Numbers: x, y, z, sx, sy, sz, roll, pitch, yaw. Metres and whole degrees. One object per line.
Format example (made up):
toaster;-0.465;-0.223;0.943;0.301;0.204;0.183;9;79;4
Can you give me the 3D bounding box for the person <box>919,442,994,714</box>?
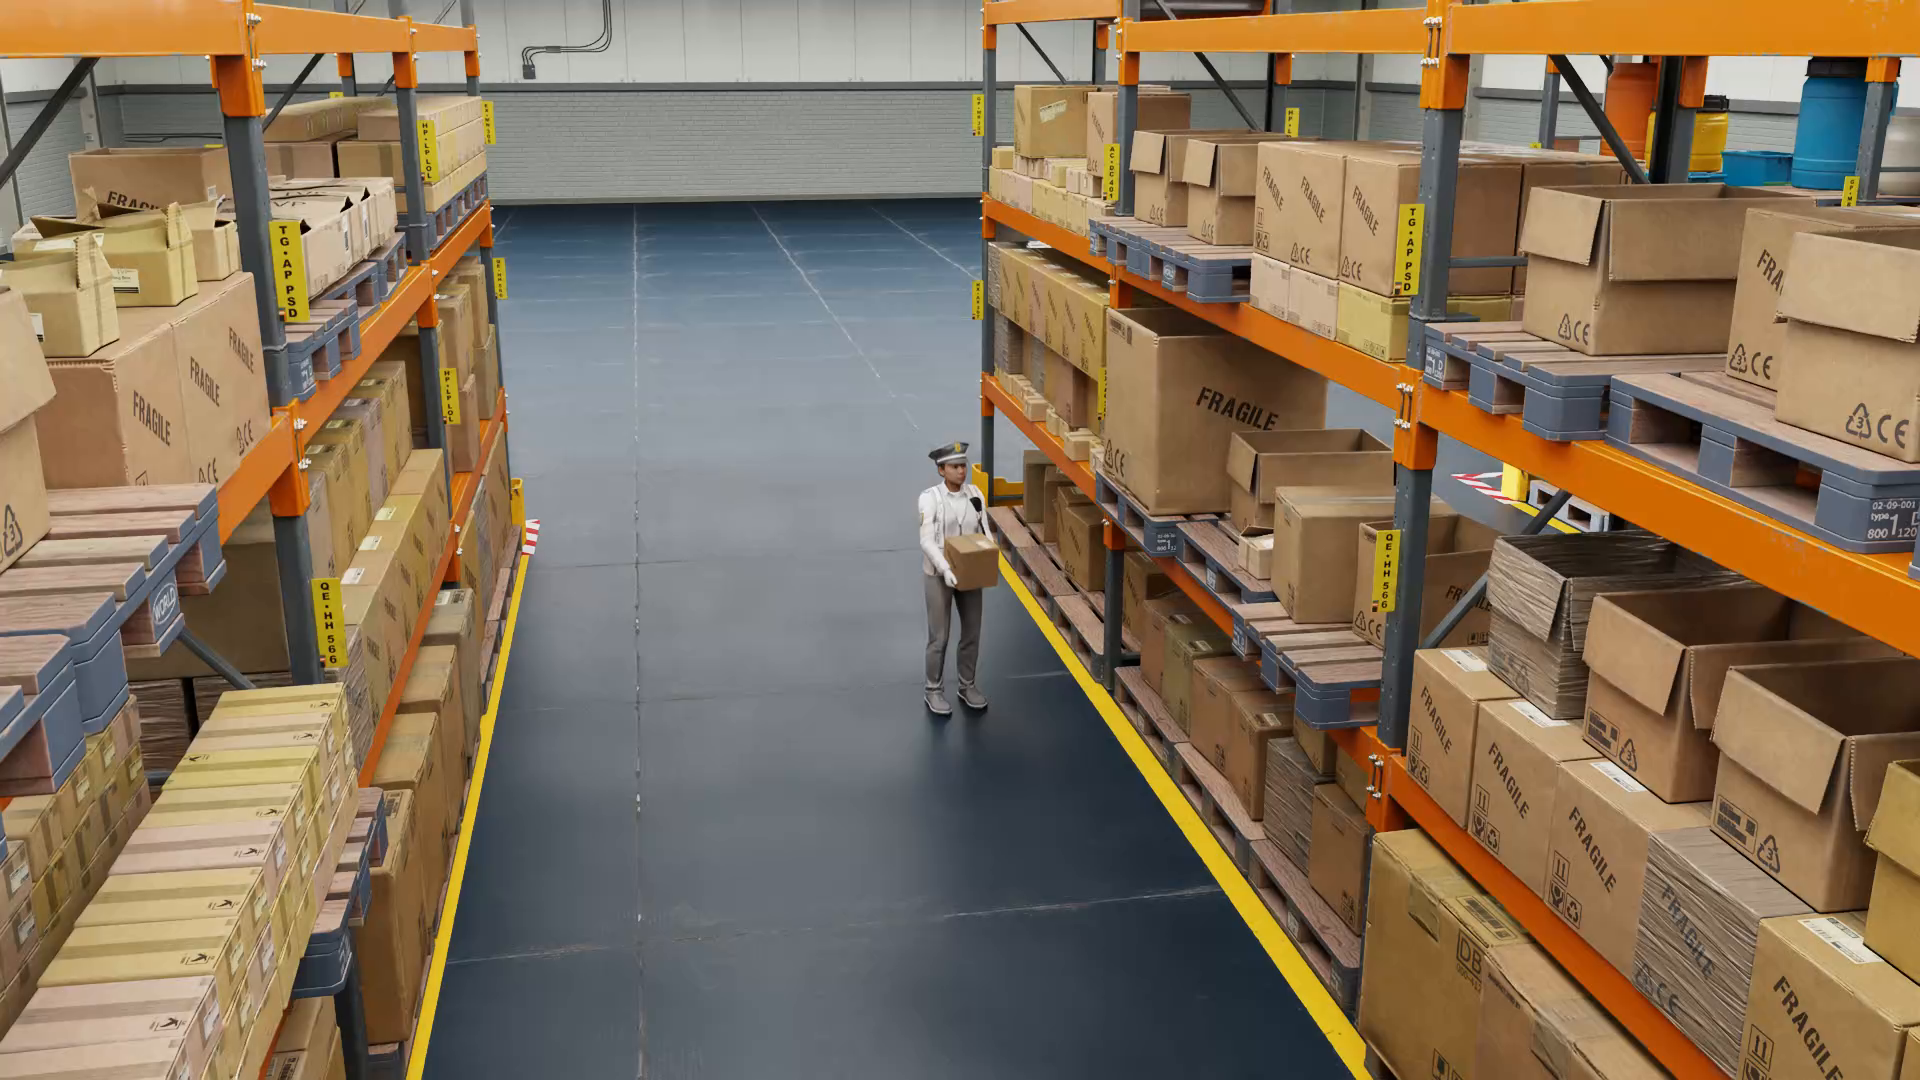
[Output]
person;-0.011;0.237;10.188;0.461;1.687;0.562;-7;18;-23
